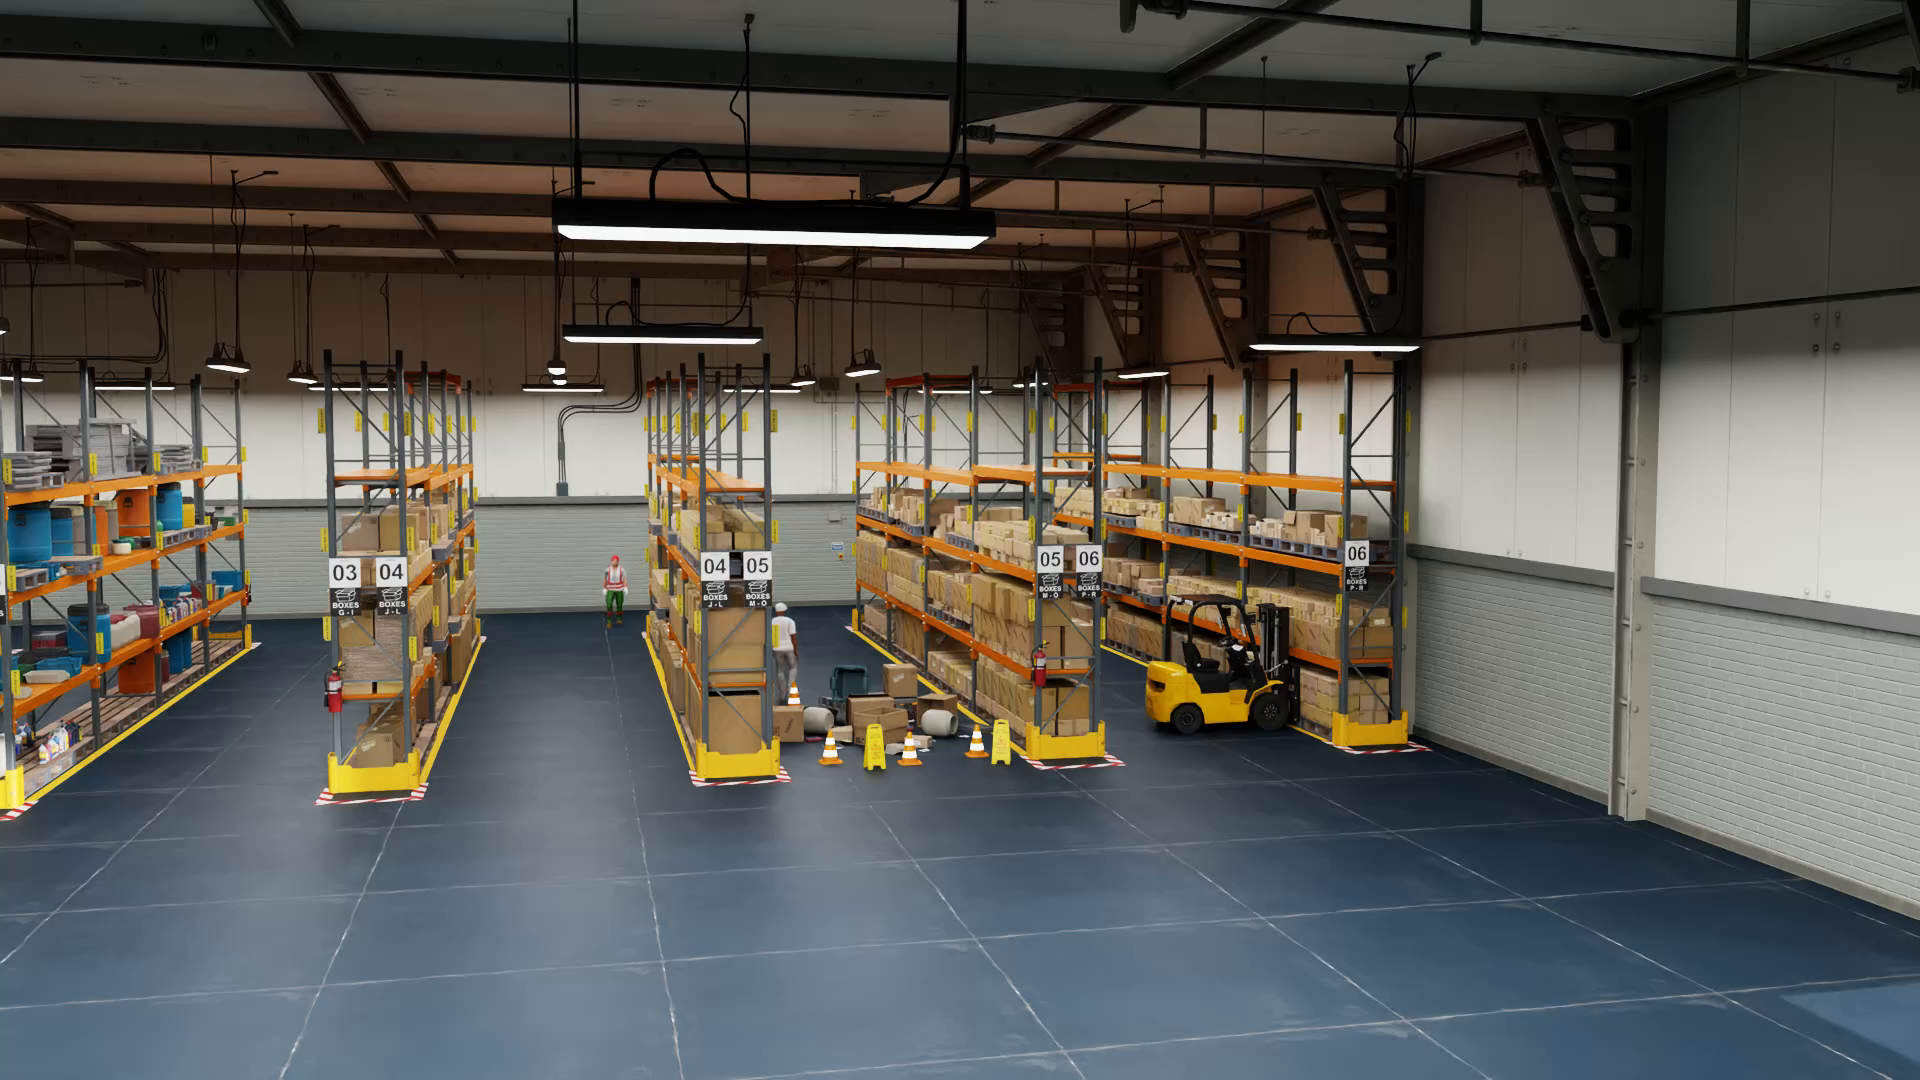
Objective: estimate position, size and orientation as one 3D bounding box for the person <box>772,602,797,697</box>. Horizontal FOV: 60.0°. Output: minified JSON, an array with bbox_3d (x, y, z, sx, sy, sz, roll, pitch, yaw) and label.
[{"bbox_3d":[-3.224,1.982,30.239,0.495,1.694,0.457,0,4,-3],"label":"person"}]

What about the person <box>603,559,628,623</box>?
[{"bbox_3d":[-8.506,1.235,41.075,0.648,1.645,0.774,0,4,-4],"label":"person"}]
